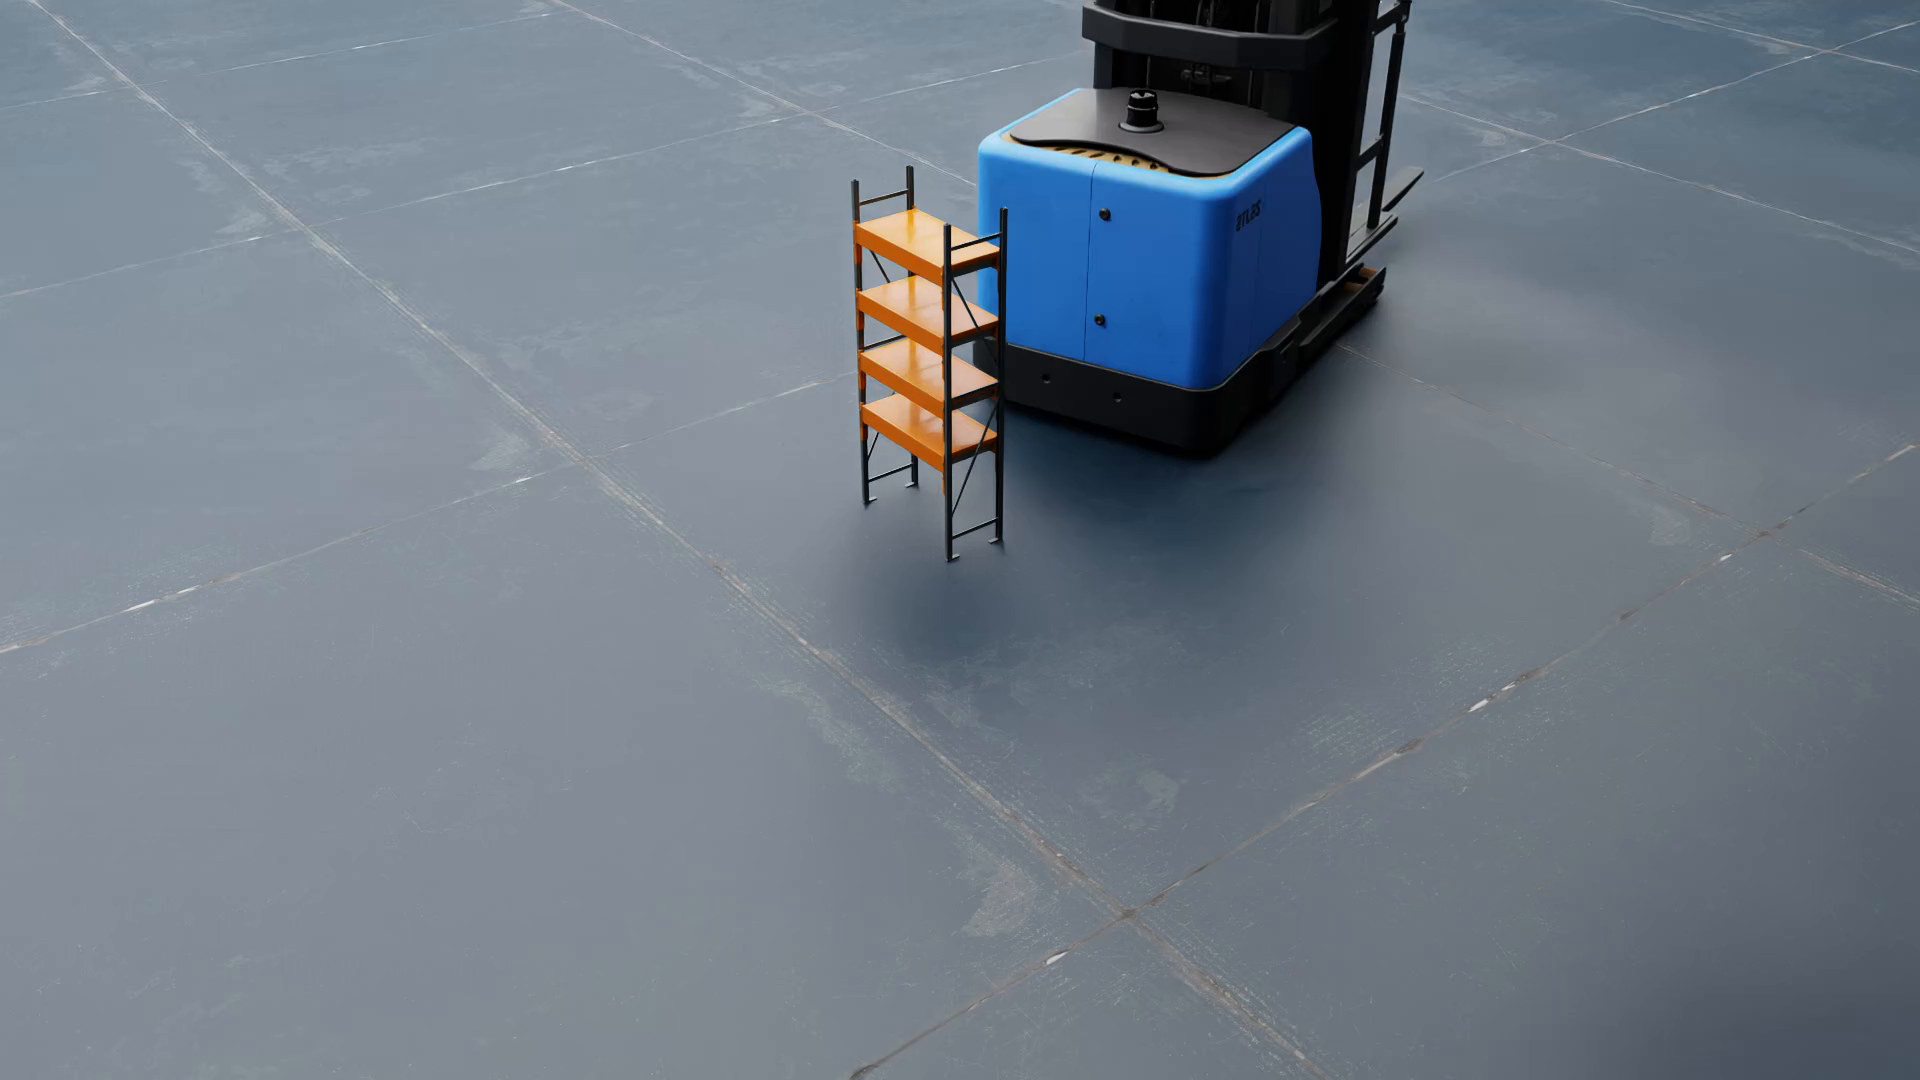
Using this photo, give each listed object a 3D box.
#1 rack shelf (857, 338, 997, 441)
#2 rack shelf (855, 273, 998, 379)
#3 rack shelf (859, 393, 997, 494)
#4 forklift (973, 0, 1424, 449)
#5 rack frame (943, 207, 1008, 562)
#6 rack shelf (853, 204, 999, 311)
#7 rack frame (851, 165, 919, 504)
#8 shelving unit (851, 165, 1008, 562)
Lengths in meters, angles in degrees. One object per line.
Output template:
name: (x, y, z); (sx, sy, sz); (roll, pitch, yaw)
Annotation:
rack shelf: (-0.101, -0.522, 5.580); (0.258, 0.148, 0.480); (-22, 38, -31)
rack shelf: (-0.101, -0.712, 5.462); (0.258, 0.148, 0.480); (-22, 38, -31)
rack shelf: (-0.102, -0.353, 5.685); (0.258, 0.148, 0.480); (-22, 38, -31)
forklift: (1.246, -2.326, 6.716); (1.130, 2.935, 3.031); (18, 36, 26)
rack frame: (0.048, -0.477, 5.381); (0.240, 1.200, 0.015); (-22, 38, -31)
rack shelf: (-0.101, -0.912, 5.337); (0.258, 0.148, 0.480); (-22, 38, -31)
rack frame: (-0.251, -0.680, 5.708); (0.240, 1.200, 0.015); (-22, 38, -31)
shelving unit: (-0.101, -0.579, 5.545); (0.258, 1.200, 0.503); (-22, 38, -31)
